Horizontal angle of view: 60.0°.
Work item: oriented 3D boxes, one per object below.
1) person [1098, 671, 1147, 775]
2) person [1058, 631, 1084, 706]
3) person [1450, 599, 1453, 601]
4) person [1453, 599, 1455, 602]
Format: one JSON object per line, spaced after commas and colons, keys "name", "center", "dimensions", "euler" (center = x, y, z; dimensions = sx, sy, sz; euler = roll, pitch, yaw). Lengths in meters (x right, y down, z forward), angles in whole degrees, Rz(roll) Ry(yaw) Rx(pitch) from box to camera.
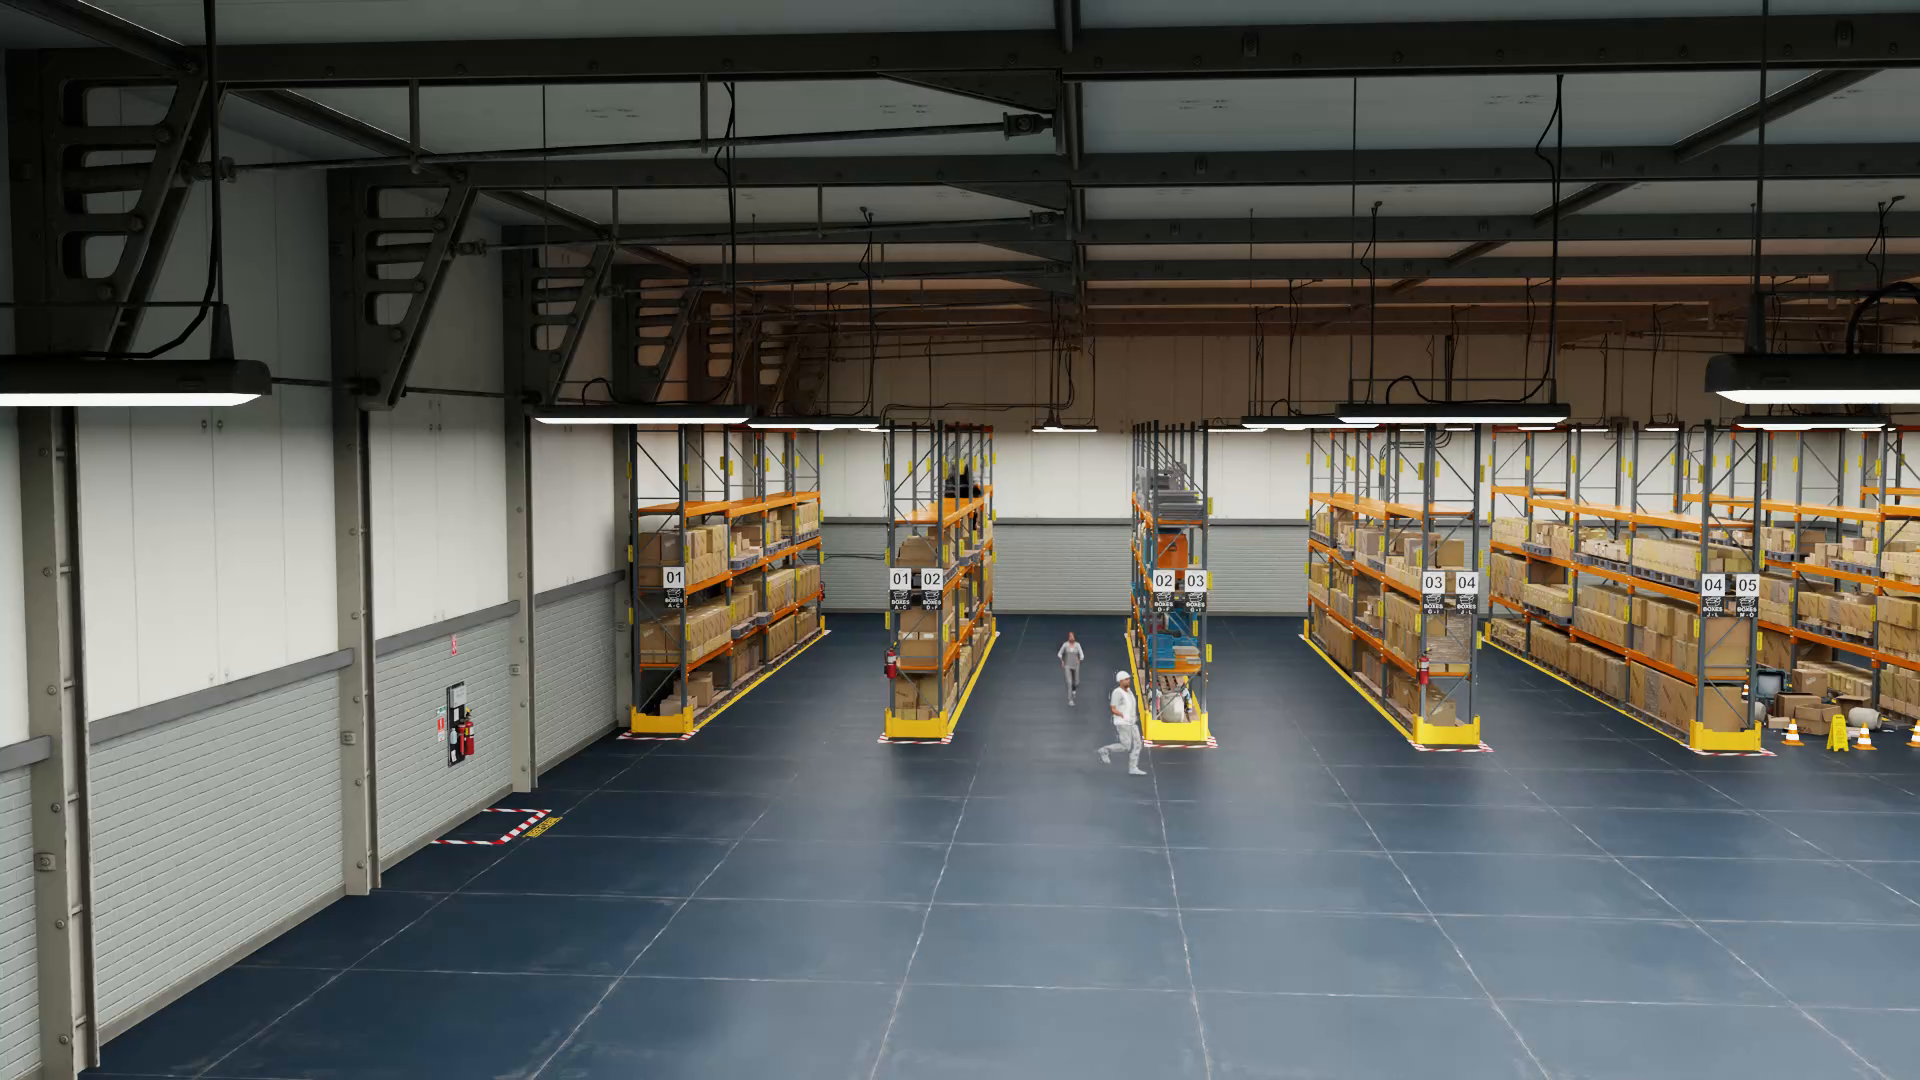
{"name": "person", "center": [2.764, 3.080, 28.057], "dimensions": [0.837, 1.744, 0.696], "euler": [2, 4, 29]}
{"name": "person", "center": [2.350, 2.713, 35.257], "dimensions": [0.542, 1.553, 0.672], "euler": [0, 4, -2]}
{"name": "person", "center": [13.379, 1.965, 46.013], "dimensions": [0.799, 1.743, 0.903], "euler": [1, 4, 22]}
{"name": "person", "center": [13.483, 1.950, 46.715], "dimensions": [0.534, 1.634, 0.732], "euler": [-2, 4, -33]}
